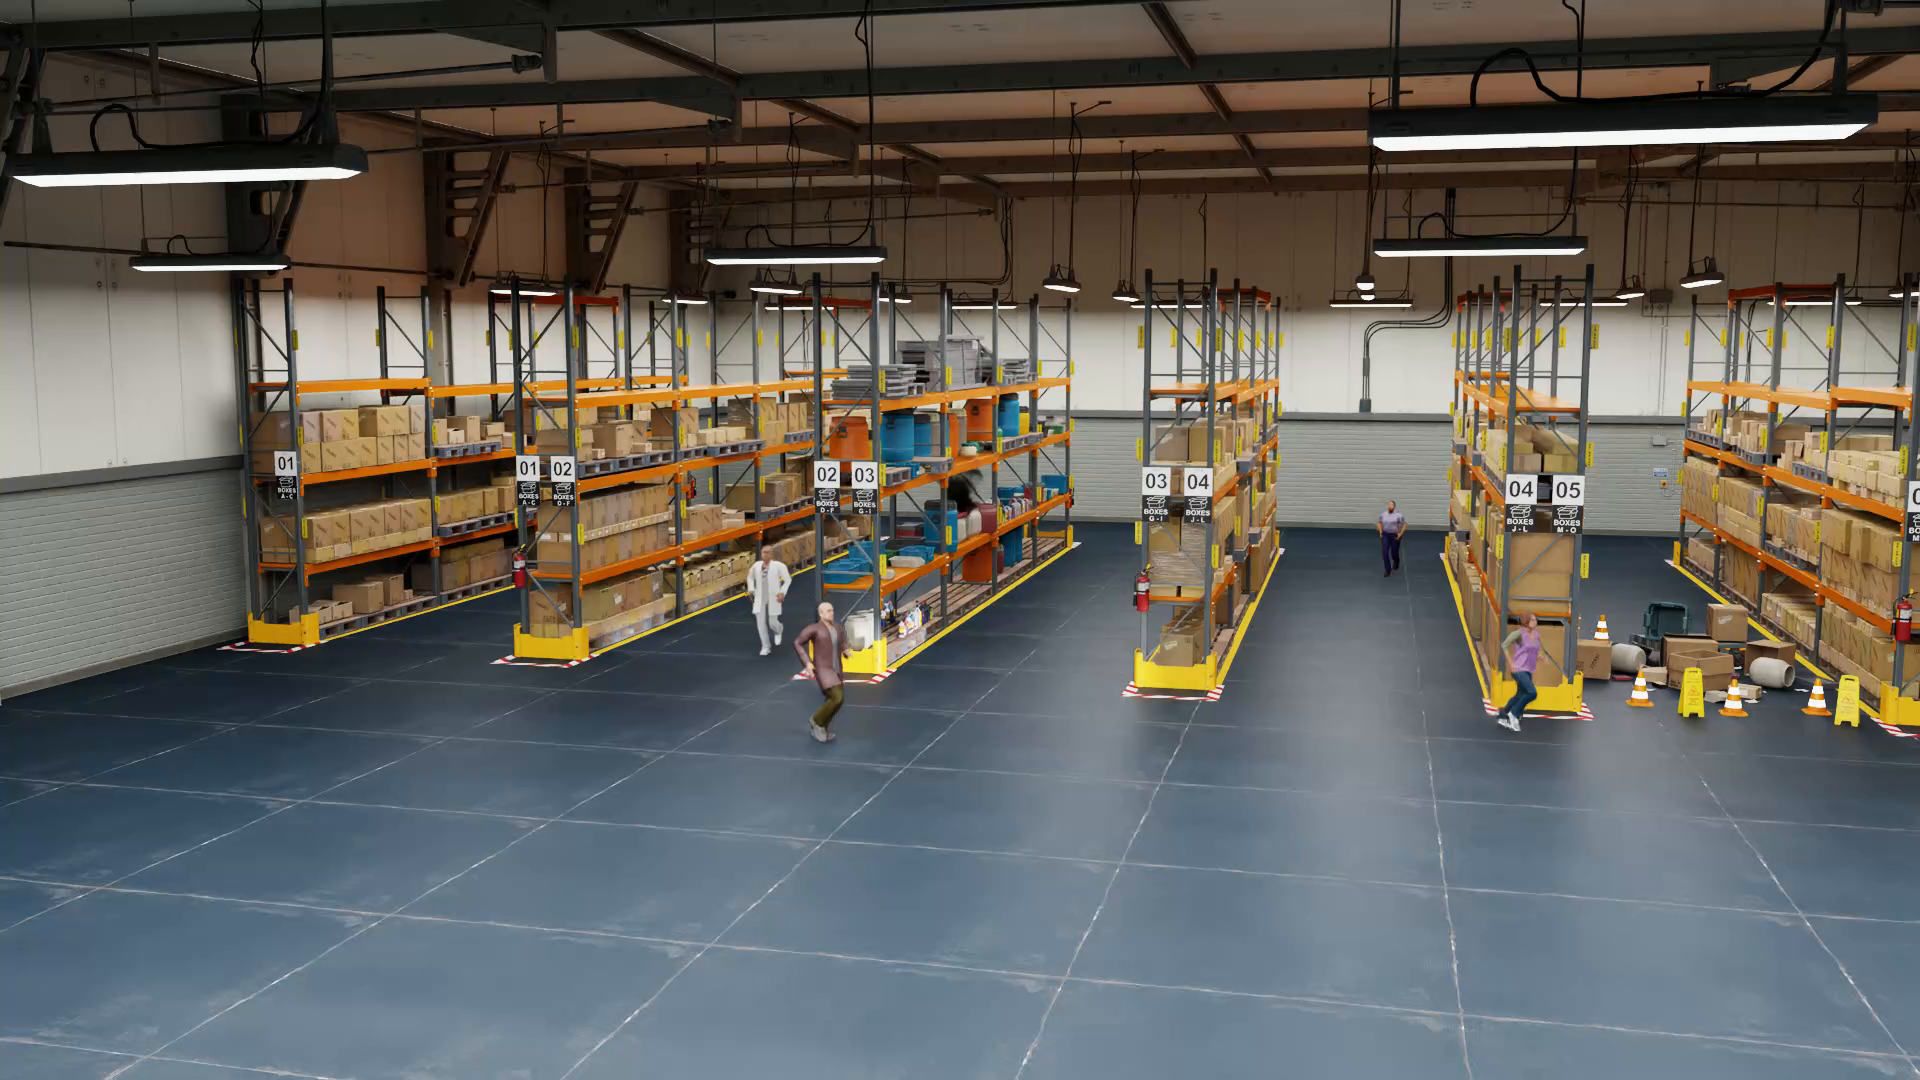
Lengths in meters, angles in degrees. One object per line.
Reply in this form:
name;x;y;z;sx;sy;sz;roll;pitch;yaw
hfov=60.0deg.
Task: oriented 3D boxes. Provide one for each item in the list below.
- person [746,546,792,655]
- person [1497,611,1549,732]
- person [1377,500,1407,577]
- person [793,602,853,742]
person;-3.067;1.044;26.666;0.751;1.536;0.774;1;7;8
person;7.214;1.675;21.299;0.468;1.549;0.695;-5;8;-34
person;9.204;-0.038;35.506;0.622;1.605;0.636;3;7;22
person;-1.621;1.648;20.702;0.700;1.742;0.694;5;9;37
